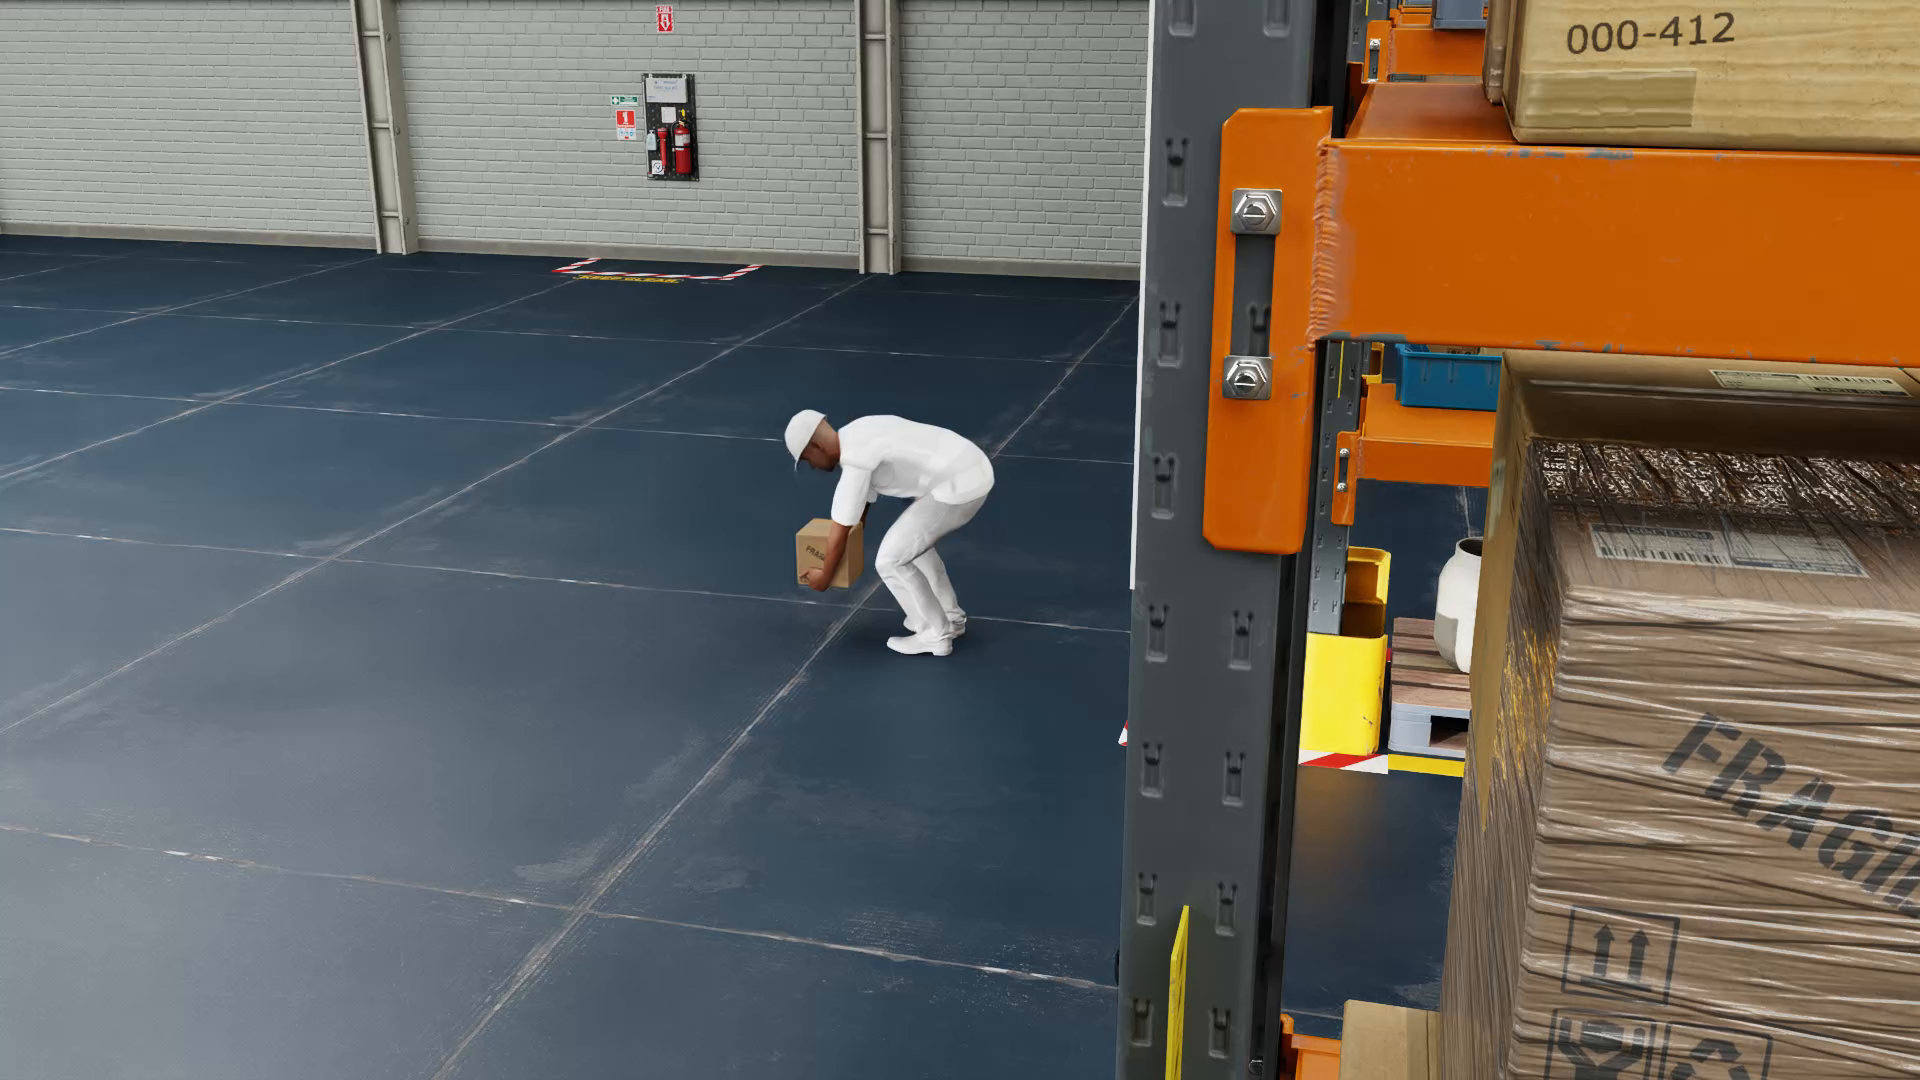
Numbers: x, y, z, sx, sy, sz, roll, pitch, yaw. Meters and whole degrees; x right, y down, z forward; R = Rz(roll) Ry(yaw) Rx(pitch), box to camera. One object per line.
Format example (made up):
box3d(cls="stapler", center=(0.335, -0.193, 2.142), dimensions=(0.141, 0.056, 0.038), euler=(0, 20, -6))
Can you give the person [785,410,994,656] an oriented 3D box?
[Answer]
box3d(cls="person", center=(-0.330, -0.050, 7.737), dimensions=(0.965, 1.101, 0.514), euler=(4, 18, 11))
